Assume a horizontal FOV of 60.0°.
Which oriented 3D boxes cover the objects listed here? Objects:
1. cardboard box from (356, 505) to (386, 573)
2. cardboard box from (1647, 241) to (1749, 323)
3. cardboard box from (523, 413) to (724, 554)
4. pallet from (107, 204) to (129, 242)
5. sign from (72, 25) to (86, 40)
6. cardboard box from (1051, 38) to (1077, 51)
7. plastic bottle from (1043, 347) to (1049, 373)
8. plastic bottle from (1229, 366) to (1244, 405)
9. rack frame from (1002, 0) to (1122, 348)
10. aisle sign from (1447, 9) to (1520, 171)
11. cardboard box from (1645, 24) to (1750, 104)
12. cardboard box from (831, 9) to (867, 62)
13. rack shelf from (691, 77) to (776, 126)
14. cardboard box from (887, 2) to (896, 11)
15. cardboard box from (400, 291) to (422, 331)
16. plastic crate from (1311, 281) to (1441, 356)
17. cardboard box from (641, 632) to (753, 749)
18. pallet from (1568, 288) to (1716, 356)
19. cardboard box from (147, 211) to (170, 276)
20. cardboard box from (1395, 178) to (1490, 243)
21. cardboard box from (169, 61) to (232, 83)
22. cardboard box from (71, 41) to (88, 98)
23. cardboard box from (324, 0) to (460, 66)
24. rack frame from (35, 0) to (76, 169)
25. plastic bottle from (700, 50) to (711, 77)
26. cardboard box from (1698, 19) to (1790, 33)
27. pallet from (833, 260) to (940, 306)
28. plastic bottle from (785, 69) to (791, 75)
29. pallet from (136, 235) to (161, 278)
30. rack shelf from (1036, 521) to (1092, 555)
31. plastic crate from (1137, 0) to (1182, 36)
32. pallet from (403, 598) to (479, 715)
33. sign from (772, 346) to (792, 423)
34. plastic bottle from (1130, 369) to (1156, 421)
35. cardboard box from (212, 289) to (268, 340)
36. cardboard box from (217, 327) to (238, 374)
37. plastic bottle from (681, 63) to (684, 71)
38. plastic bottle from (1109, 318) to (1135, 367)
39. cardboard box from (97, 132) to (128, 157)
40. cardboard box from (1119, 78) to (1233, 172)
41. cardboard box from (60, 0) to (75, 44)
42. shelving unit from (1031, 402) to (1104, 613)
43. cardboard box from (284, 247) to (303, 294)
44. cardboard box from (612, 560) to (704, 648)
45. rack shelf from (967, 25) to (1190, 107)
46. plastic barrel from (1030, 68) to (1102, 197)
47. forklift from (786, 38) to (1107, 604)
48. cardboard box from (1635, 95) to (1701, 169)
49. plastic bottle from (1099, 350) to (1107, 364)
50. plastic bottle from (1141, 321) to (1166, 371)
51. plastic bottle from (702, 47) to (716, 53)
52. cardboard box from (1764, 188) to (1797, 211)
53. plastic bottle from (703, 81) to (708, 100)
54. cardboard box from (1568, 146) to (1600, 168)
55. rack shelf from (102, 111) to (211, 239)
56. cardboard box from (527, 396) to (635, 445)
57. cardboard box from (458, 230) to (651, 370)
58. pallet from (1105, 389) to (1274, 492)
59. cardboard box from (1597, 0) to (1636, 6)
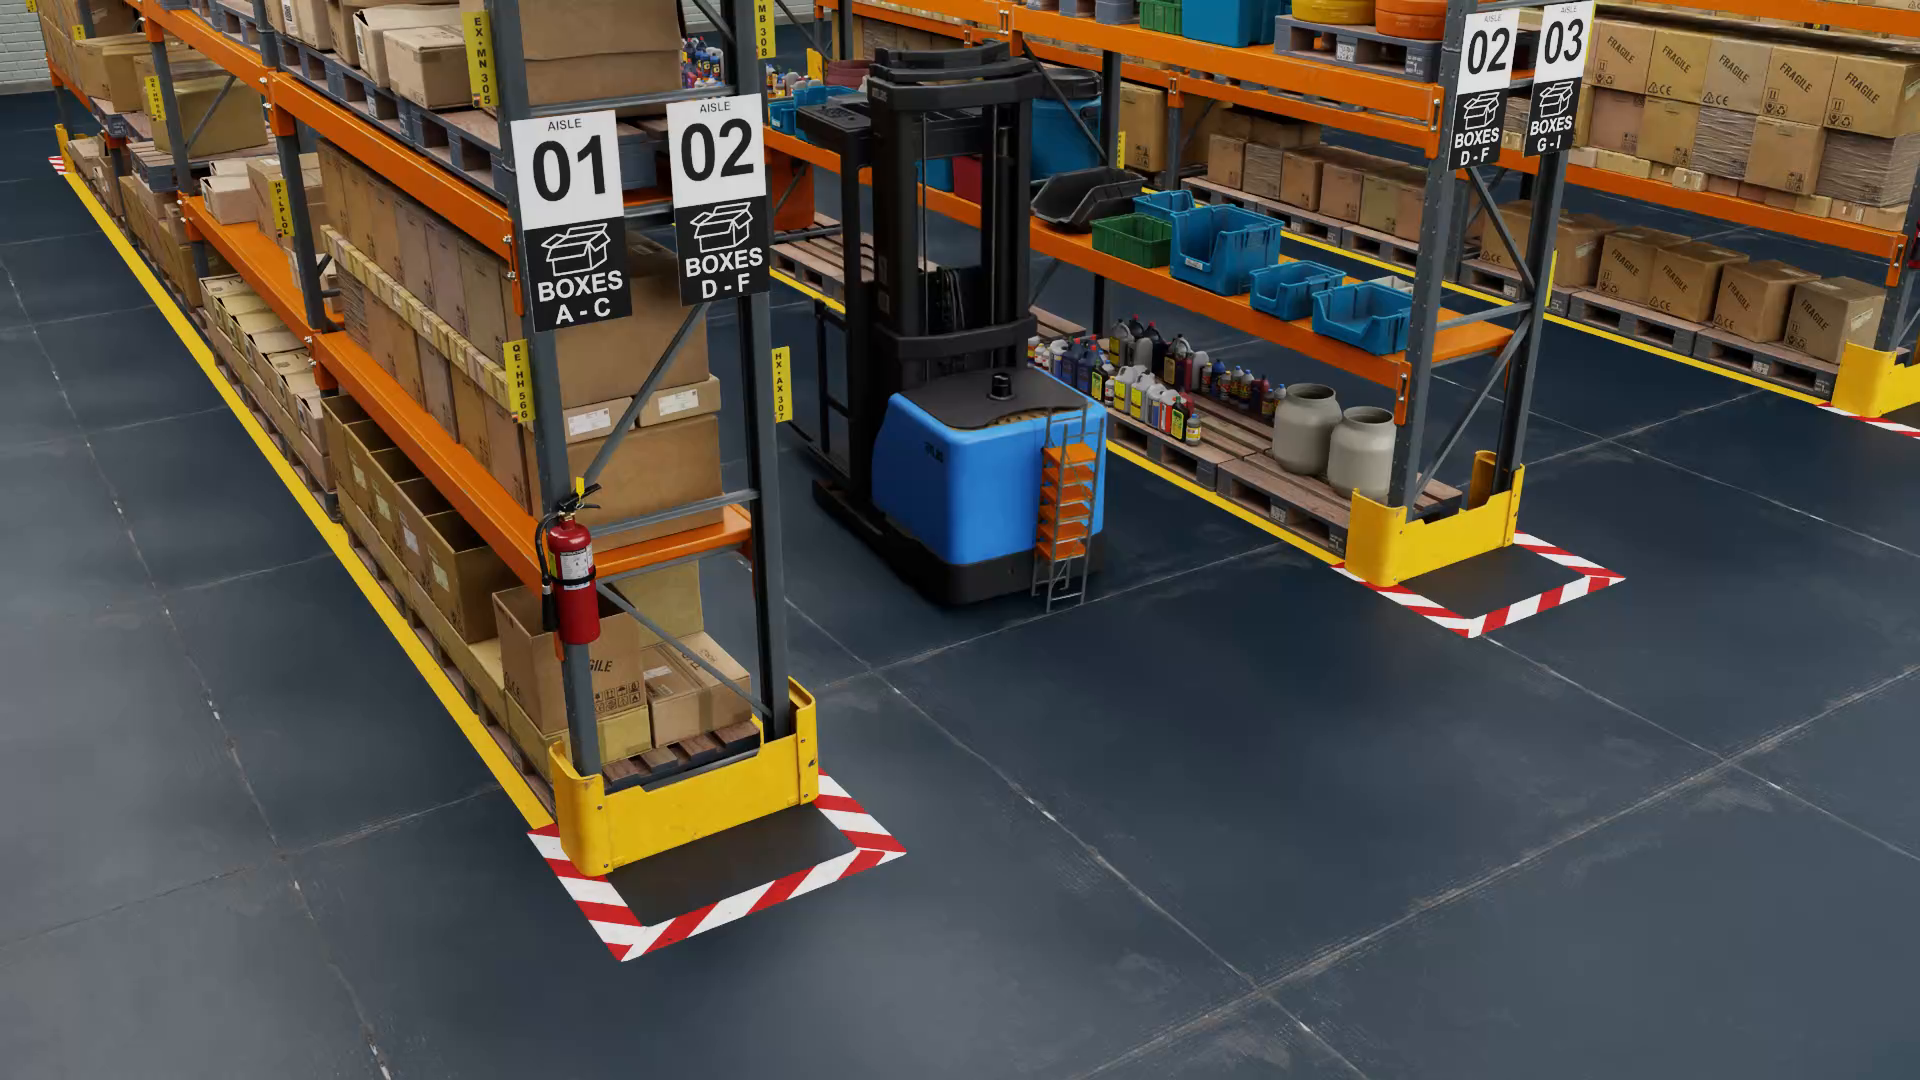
[{"bbox_3d":[-3.143,-0.059,9.591,0.500,0.250,0.500,-16,29,-30],"label":"cardboard box"},{"bbox_3d":[6.067,-2.127,13.678,0.500,0.500,0.500,-13,28,-25],"label":"cardboard box"},{"bbox_3d":[-1.471,-0.314,7.284,0.700,0.500,0.500,-16,29,-30],"label":"cardboard box"},{"bbox_3d":[-8.152,-3.376,17.154,1.003,0.211,1.213,-16,29,-30],"label":"pallet"},{"bbox_3d":[-8.229,-4.653,15.579,0.100,0.325,0.005,-16,29,-30],"label":"sign"},{"bbox_3d":[1.400,-5.978,19.283,0.500,0.500,0.500,-15,29,-29],"label":"cardboard box"},{"bbox_3d":[0.659,-1.327,12.310,0.097,0.201,0.097,0,25,0],"label":"plastic bottle"},{"bbox_3d":[1.955,-1.096,11.739,0.097,0.271,0.097,0,25,0],"label":"plastic bottle"},{"bbox_3d":[0.741,-2.682,12.419,1.000,3.000,0.127,-16,29,-30],"label":"rack frame"},{"bbox_3d":[2.715,-2.332,8.632,0.394,0.787,0.004,-16,29,-30],"label":"aisle sign"},{"bbox_3d":[5.753,-3.715,12.968,0.500,0.500,0.500,-16,29,-30],"label":"cardboard box"},{"bbox_3d":[-1.243,-7.148,23.874,0.875,0.875,0.875,-16,29,-30],"label":"cardboard box"},{"bbox_3d":[-2.534,-4.503,17.118,1.077,0.370,4.000,-16,29,-30],"label":"rack shelf"},{"bbox_3d":[-0.757,-7.168,22.215,0.380,0.149,0.250,-15,29,-29],"label":"cardboard box"},{"bbox_3d":[-2.578,-1.174,8.345,0.380,0.149,0.250,-16,30,-30],"label":"cardboard box"},{"bbox_3d":[2.401,-1.294,9.651,0.499,0.251,0.616,-16,29,-30],"label":"plastic crate"},{"bbox_3d":[-1.334,0.711,7.959,0.500,0.250,0.500,-16,29,-30],"label":"cardboard box"},{"bbox_3d":[5.957,-1.907,14.042,1.003,0.211,1.213,-16,29,-30],"label":"pallet"},{"bbox_3d":[-6.876,-2.680,14.826,0.500,0.500,0.500,-17,30,-31],"label":"cardboard box"},{"bbox_3d":[4.574,-3.130,15.779,0.700,0.500,0.500,-18,31,-33],"label":"cardboard box"},{"bbox_3d":[-6.372,-3.766,14.105,0.700,0.500,0.500,-10,27,-20],"label":"cardboard box"},{"bbox_3d":[-8.549,-4.739,16.658,0.500,0.500,0.500,-15,29,-28],"label":"cardboard box"},{"bbox_3d":[-2.618,-2.567,7.884,0.797,0.503,0.637,-12,28,-24],"label":"cardboard box"},{"bbox_3d":[-9.962,-5.822,19.068,1.000,3.000,0.127,-16,29,-30],"label":"rack frame"},{"bbox_3d":[-2.686,-5.025,17.532,0.097,0.271,0.097,0,25,0],"label":"plastic bottle"},{"bbox_3d":[6.184,-3.835,13.222,0.500,0.500,0.500,-16,29,-30],"label":"cardboard box"},{"bbox_3d":[-0.390,-2.130,14.515,1.003,0.211,1.213,-16,29,-30],"label":"pallet"},{"bbox_3d":[-1.695,-4.515,16.436,0.061,0.283,0.133,-16,29,-30],"label":"plastic bottle"},{"bbox_3d":[-7.302,-2.848,16.035,1.003,0.211,1.213,-16,29,-30],"label":"pallet"},{"bbox_3d":[0.578,-0.026,9.264,0.258,0.103,0.180,-12,35,-23],"label":"rack shelf"},{"bbox_3d":[1.374,-3.315,10.494,0.336,0.188,0.450,-16,29,-30],"label":"plastic crate"},{"bbox_3d":[-2.342,0.462,9.023,1.003,0.211,1.213,-16,29,-30],"label":"pallet"},{"bbox_3d":[-0.759,-0.653,7.013,0.100,0.325,0.005,-16,29,-30],"label":"sign"},{"bbox_3d":[1.271,-1.012,11.468,0.144,0.351,0.185,-14,29,-27],"label":"plastic bottle"},{"bbox_3d":[-5.261,-1.719,12.449,0.500,0.311,0.500,-16,30,-31],"label":"cardboard box"},{"bbox_3d":[-5.280,-1.471,12.582,0.500,0.250,0.500,-16,30,-31],"label":"cardboard box"},{"bbox_3d":[-2.767,-4.643,16.707,0.061,0.283,0.133,-16,29,-30],"label":"plastic bottle"},{"bbox_3d":[1.214,-1.487,12.473,0.144,0.351,0.185,-16,29,-30],"label":"plastic bottle"},{"bbox_3d":[-8.808,-4.132,17.897,0.797,0.503,0.637,-16,29,-30],"label":"cardboard box"},{"bbox_3d":[2.348,-4.748,18.791,1.225,0.875,0.875,-17,30,-32],"label":"cardboard box"},{"bbox_3d":[-8.553,-5.191,16.445,0.500,0.500,0.500,-16,30,-31],"label":"cardboard box"},{"bbox_3d":[0.587,-0.166,9.178,0.258,1.200,0.189,-12,35,-23],"label":"shelving unit"},{"bbox_3d":[-4.045,-1.740,10.580,0.396,0.266,0.258,-16,30,-31],"label":"cardboard box"},{"bbox_3d":[-1.608,0.194,8.177,0.500,0.500,0.500,-16,29,-30],"label":"cardboard box"},{"bbox_3d":[1.616,-5.657,19.563,1.077,0.370,4.000,-16,29,-30],"label":"rack shelf"},{"bbox_3d":[0.784,-3.118,12.754,0.600,0.901,0.708,-16,29,-30],"label":"plastic barrel"},{"bbox_3d":[-0.294,-1.560,10.122,1.130,2.935,3.031,-13,28,-25],"label":"forklift"},{"bbox_3d":[5.924,-3.310,13.283,0.875,0.500,0.500,-16,29,-30],"label":"cardboard box"},{"bbox_3d":[1.015,-1.239,12.040,0.097,0.271,0.097,0,25,0],"label":"plastic bottle"},{"bbox_3d":[1.439,-1.452,12.399,0.144,0.351,0.185,-17,30,-32],"label":"plastic bottle"},{"bbox_3d":[-2.665,-5.111,17.708,0.152,0.276,0.135,-16,29,-30],"label":"plastic bottle"},{"bbox_3d":[6.307,-2.606,12.551,0.380,0.149,0.250,-16,29,-30],"label":"cardboard box"},{"bbox_3d":[-2.460,-4.371,16.228,0.097,0.201,0.097,0,25,0],"label":"plastic bottle"},{"bbox_3d":[5.288,-3.215,13.840,0.380,0.149,0.250,-16,29,-30],"label":"cardboard box"},{"bbox_3d":[-6.686,-3.350,14.676,1.077,0.370,4.000,-16,29,-30],"label":"rack shelf"},{"bbox_3d":[-1.596,-0.530,6.981,0.380,0.149,0.250,-16,30,-30],"label":"cardboard box"},{"bbox_3d":[-1.792,-1.106,7.443,0.700,0.500,0.500,-16,30,-31],"label":"cardboard box"},{"bbox_3d":[1.743,-0.735,11.559,1.003,0.211,1.213,-16,29,-30],"label":"pallet"},{"bbox_3d":[7.714,-6.358,18.916,0.700,0.500,0.500,-16,30,-30],"label":"cardboard box"}]
